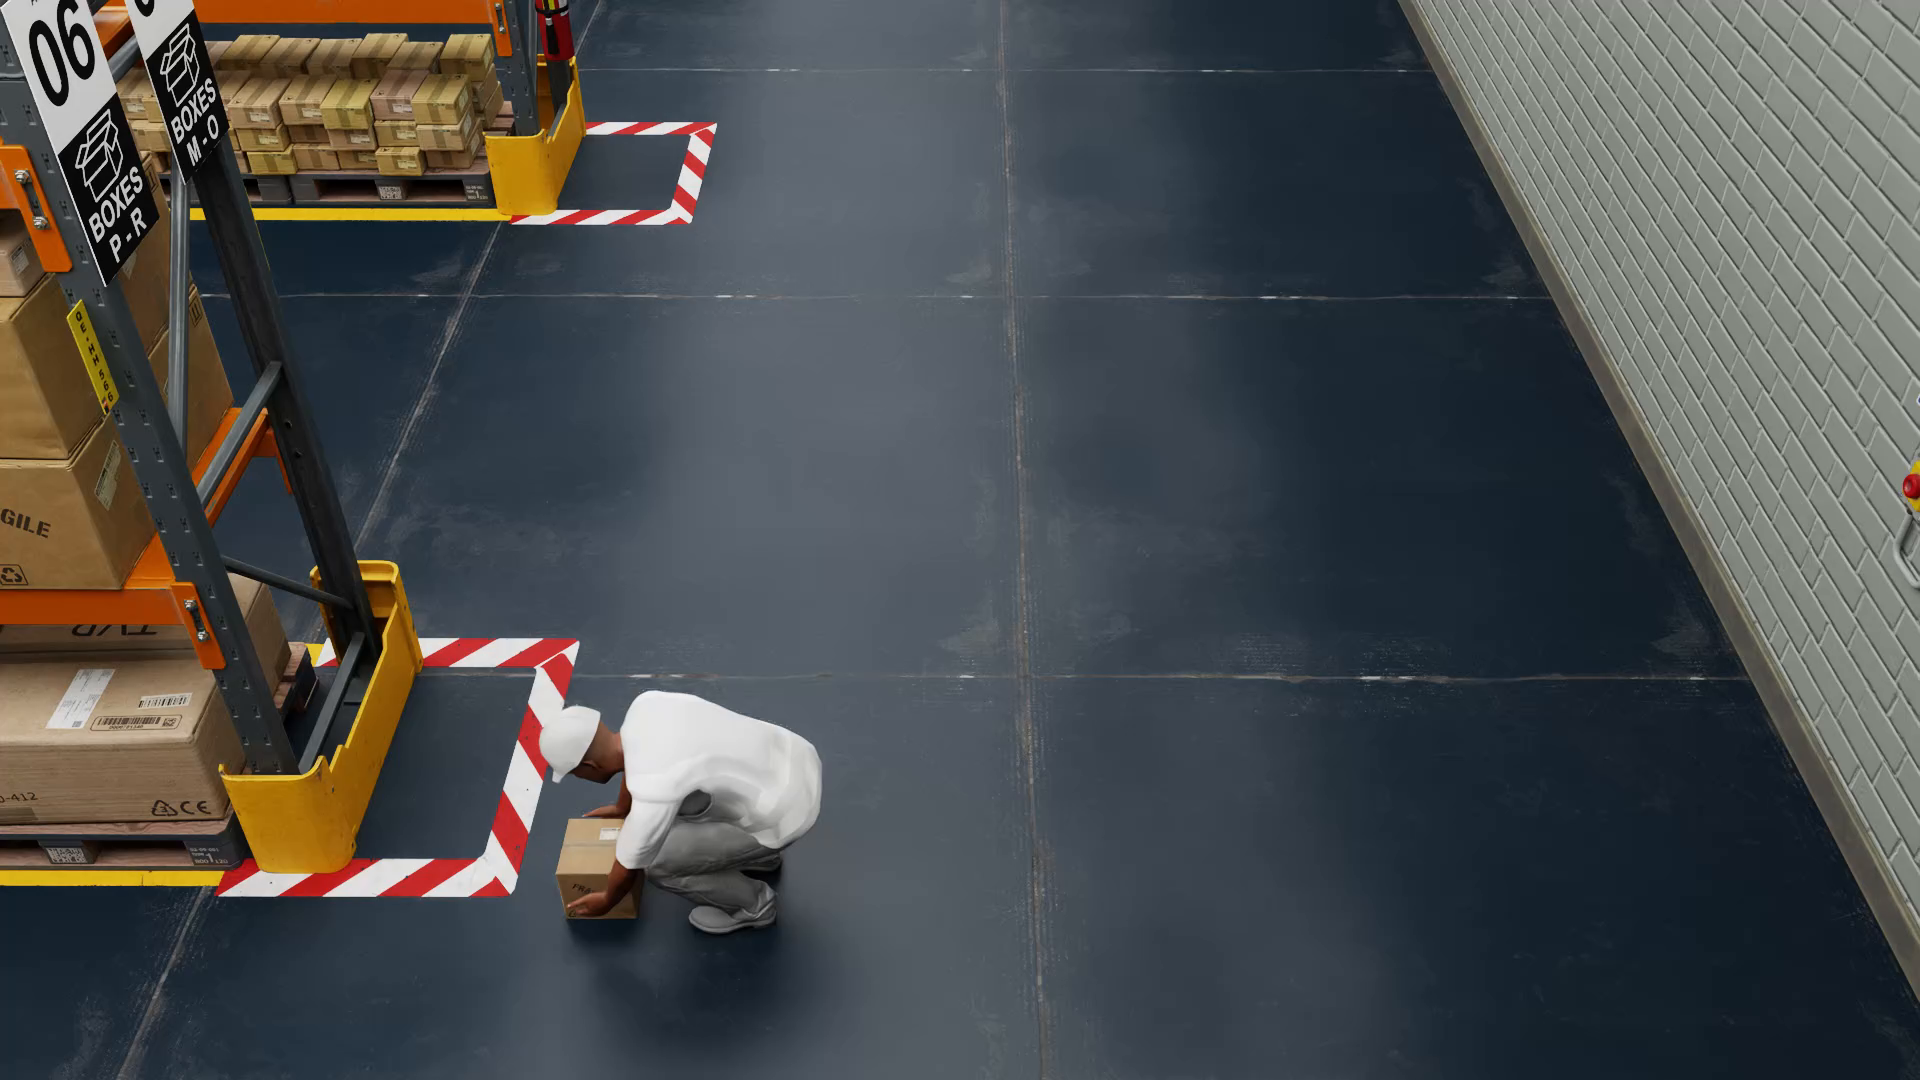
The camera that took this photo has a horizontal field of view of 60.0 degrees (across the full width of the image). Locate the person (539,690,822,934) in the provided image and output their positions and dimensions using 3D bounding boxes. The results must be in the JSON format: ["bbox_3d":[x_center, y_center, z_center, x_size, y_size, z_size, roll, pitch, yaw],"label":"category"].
[{"bbox_3d":[-0.916,0.916,5.647,0.893,0.975,0.580,0,39,0],"label":"person"}]
